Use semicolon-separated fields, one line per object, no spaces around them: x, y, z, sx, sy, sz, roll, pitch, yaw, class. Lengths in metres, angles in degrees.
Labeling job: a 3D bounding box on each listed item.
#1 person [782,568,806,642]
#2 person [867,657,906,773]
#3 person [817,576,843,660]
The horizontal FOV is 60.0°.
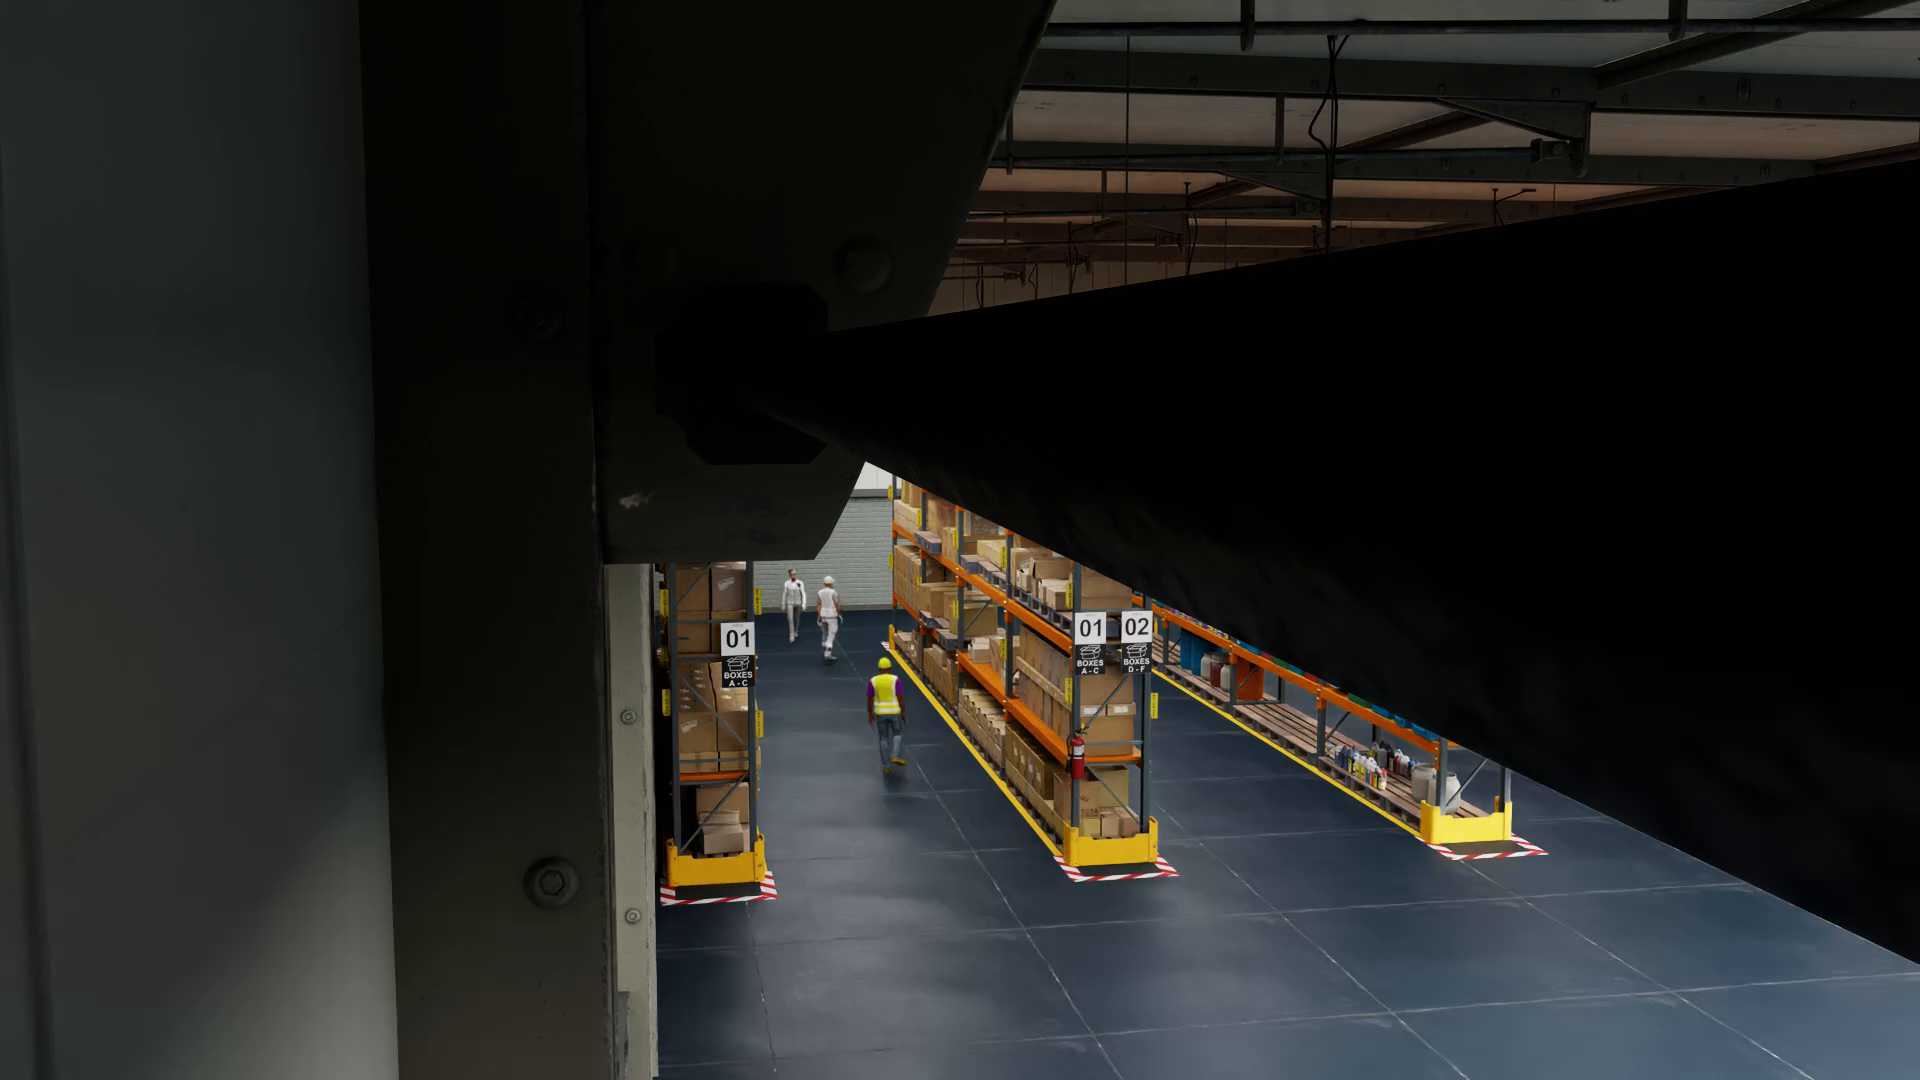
-3.732;1.438;37.521;0.529;1.613;1.046;-2;6;-15;person
-1.131;2.685;25.606;0.603;1.756;0.489;0;6;0;person
-2.776;1.646;35.198;0.582;1.787;0.733;4;7;32;person
